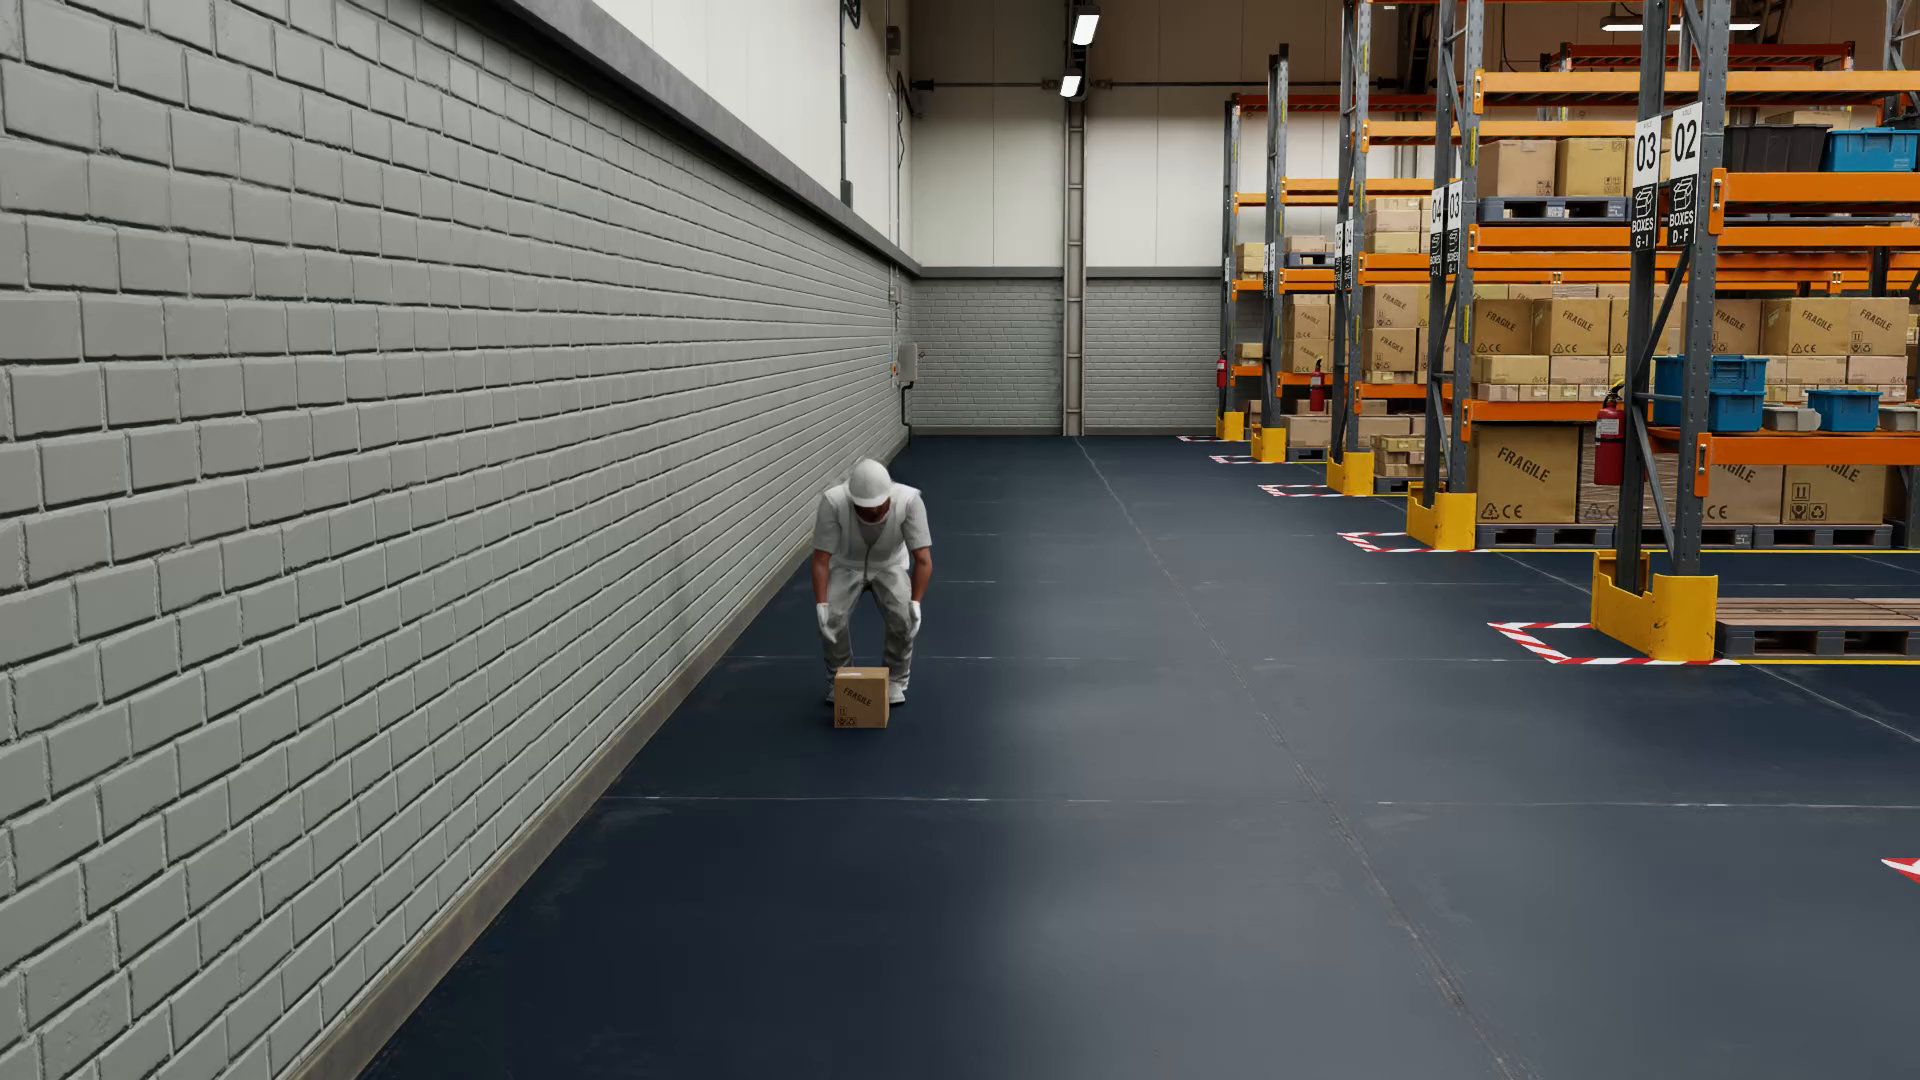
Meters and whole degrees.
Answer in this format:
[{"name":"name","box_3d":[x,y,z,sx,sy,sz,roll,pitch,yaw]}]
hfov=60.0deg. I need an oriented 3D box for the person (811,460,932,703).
[{"name":"person","box_3d":[-0.440,0.208,8.511,0.609,1.288,0.827,0,7,1]}]
